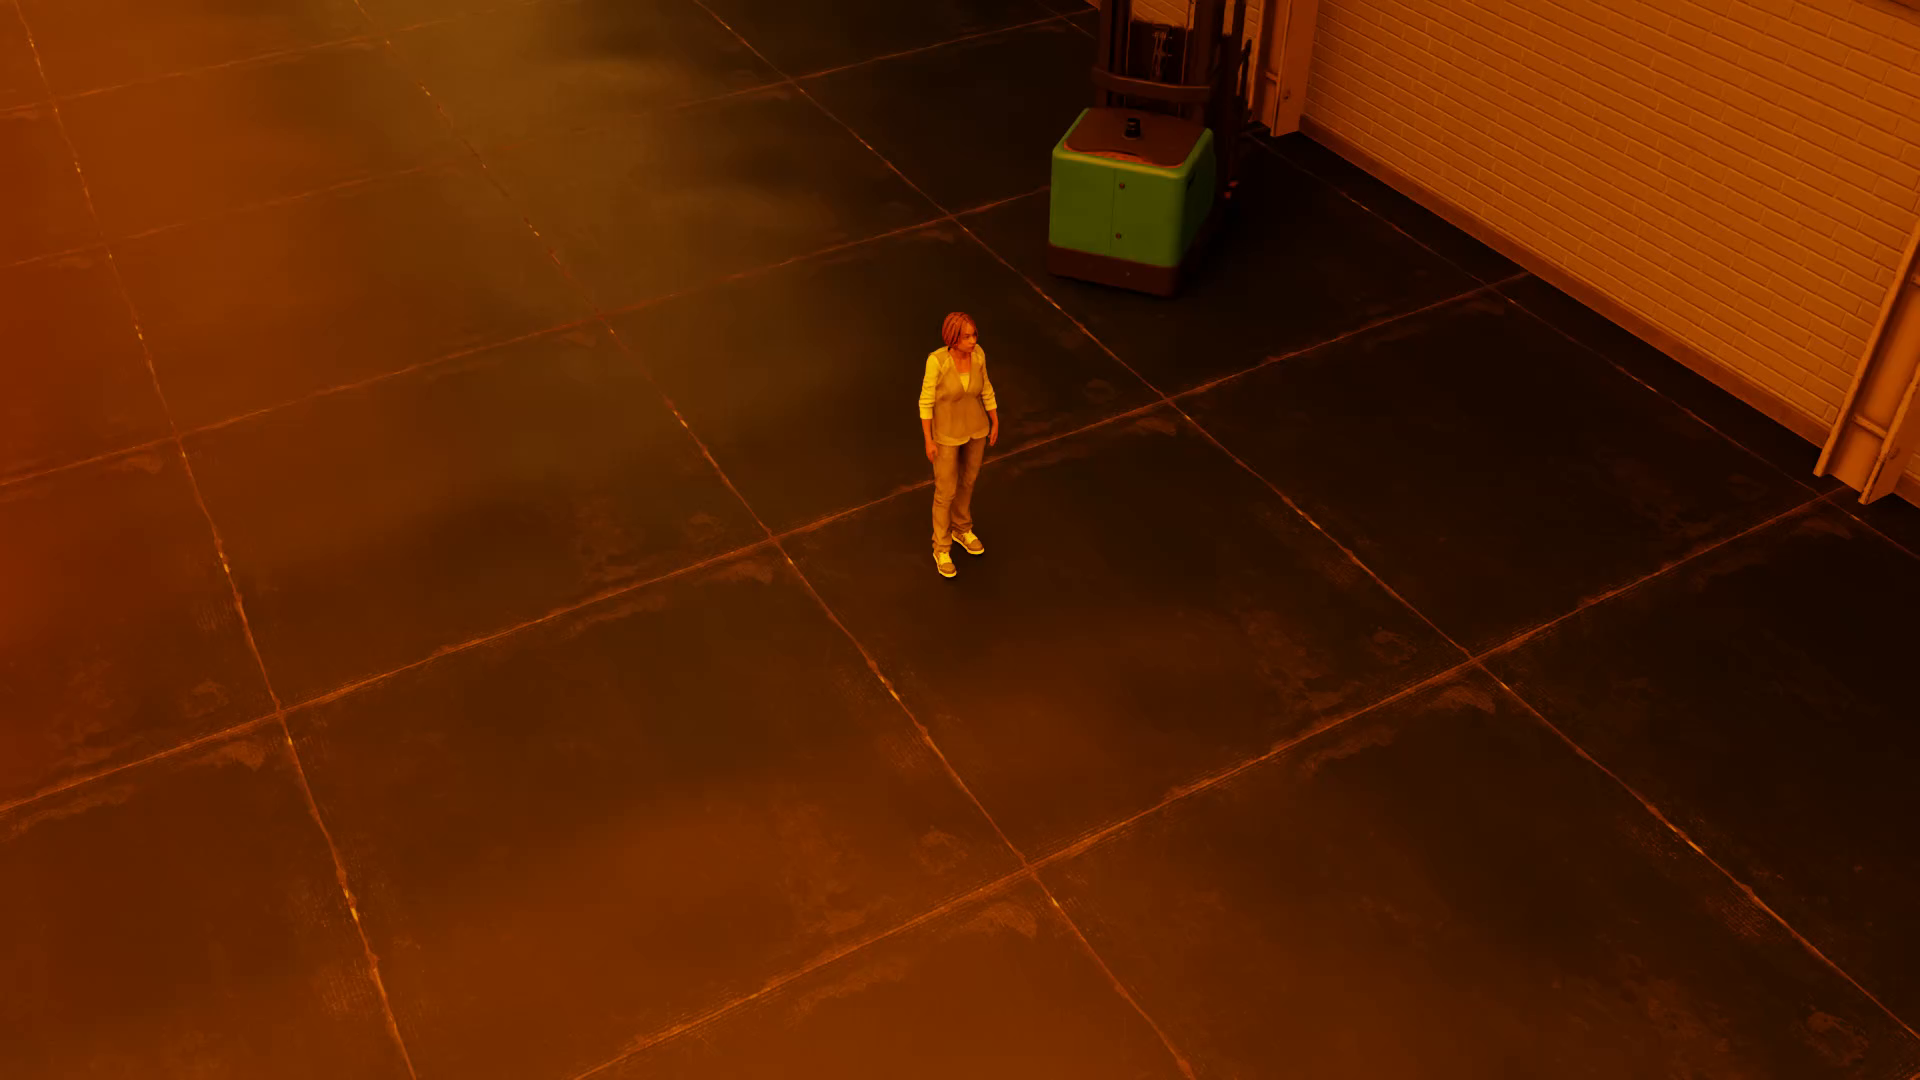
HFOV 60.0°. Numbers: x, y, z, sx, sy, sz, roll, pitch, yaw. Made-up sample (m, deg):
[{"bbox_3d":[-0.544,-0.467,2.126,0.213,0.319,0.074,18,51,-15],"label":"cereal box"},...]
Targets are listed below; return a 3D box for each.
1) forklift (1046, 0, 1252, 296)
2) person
[{"bbox_3d":[1.672,-3.893,12.729,1.130,2.935,3.031,14,42,17],"label":"forklift"},{"bbox_3d":[0.026,-0.574,9.763,0.521,1.599,0.473,-20,44,-23],"label":"person"}]
